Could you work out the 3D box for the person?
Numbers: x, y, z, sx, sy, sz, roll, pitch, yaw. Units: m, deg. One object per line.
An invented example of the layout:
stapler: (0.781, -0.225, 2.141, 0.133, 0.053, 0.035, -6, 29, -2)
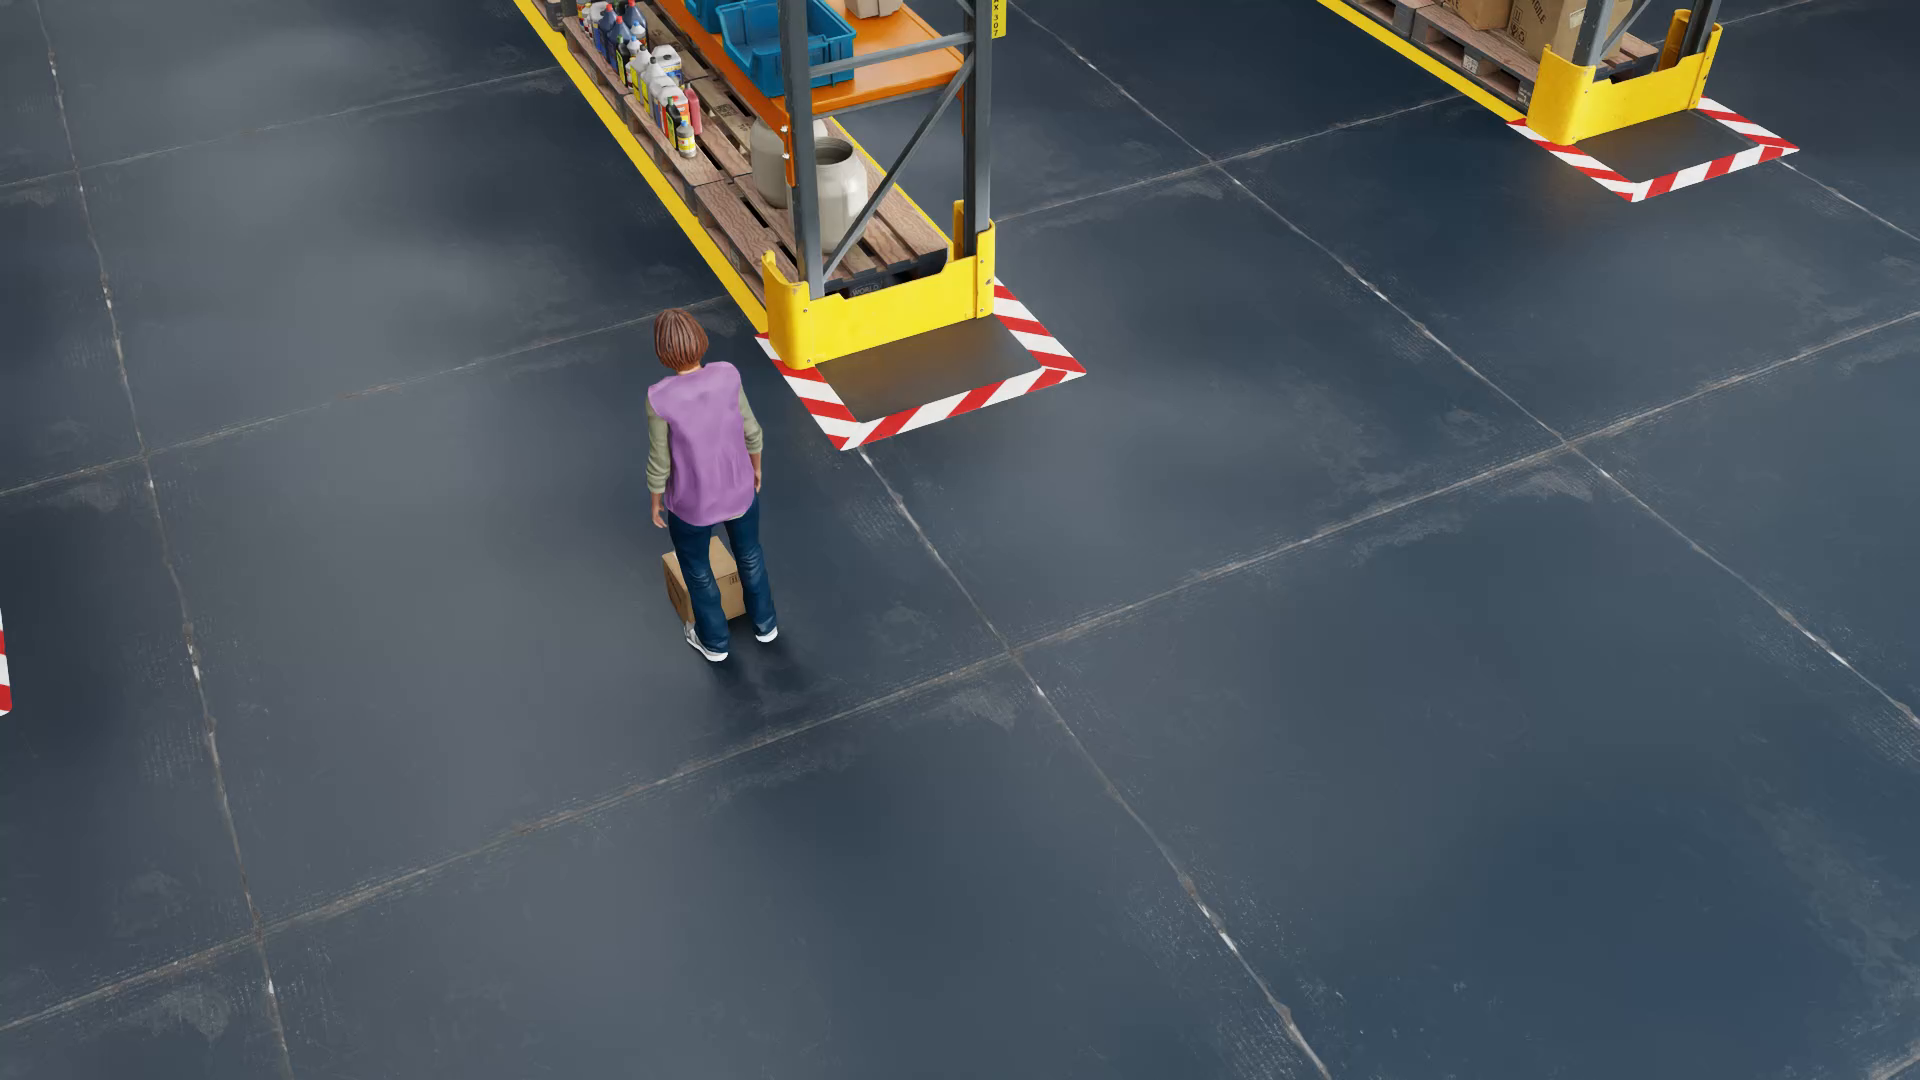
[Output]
person: (-0.959, -0.178, 6.366, 0.474, 1.593, 0.349, -20, 46, -21)
